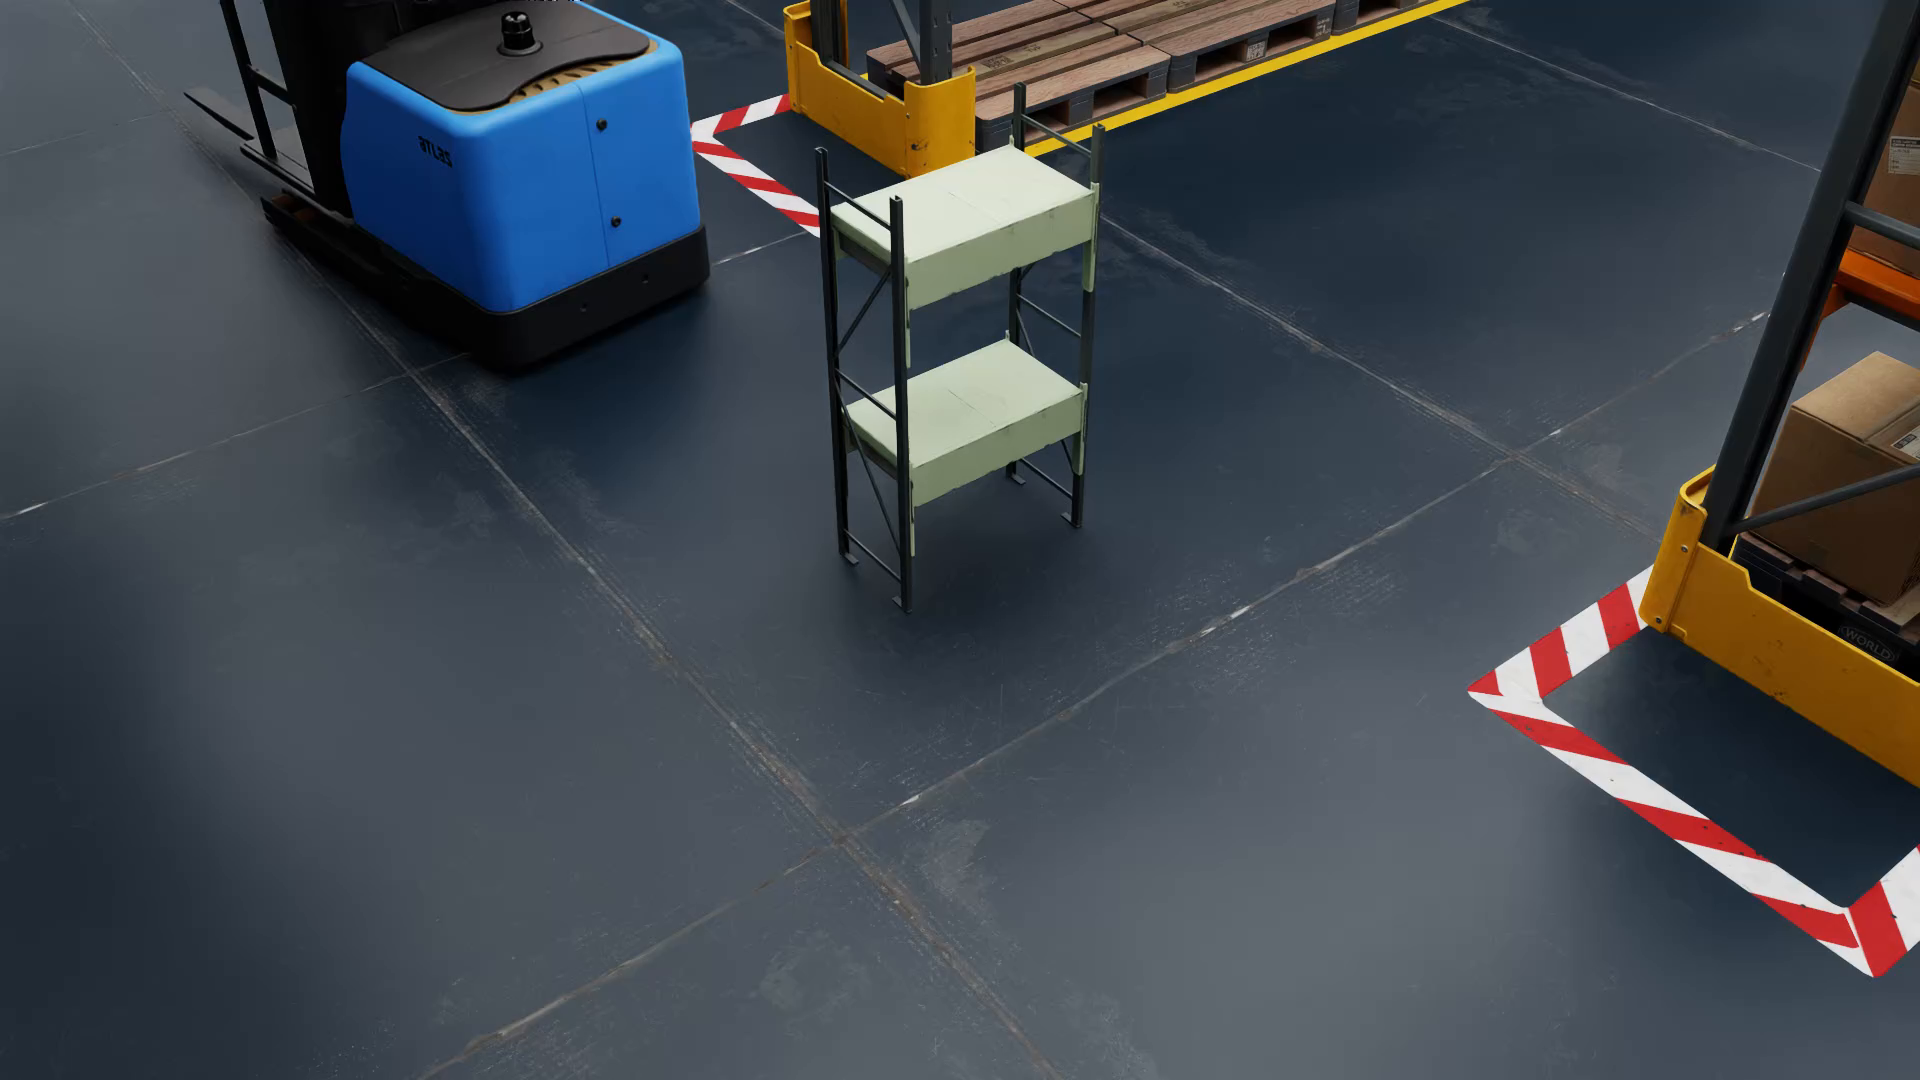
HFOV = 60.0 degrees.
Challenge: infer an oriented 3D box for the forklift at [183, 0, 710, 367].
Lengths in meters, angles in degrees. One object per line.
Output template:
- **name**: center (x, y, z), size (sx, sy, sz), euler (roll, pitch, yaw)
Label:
- **forklift**: center (-2.456, -2.630, 6.644), size (3.031, 2.935, 1.130), euler (32, 49, 33)

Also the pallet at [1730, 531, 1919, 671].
- **pallet**: center (3.323, 0.078, 5.489), size (1.213, 0.211, 1.003), euler (-26, 46, -28)

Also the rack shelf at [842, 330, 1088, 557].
- **rack shelf**: center (0.005, -0.330, 5.484), size (0.720, 0.370, 0.431), euler (-26, 46, -28)

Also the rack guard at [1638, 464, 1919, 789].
- **rack guard**: center (2.691, 0.275, 5.021), size (0.348, 0.500, 1.175), euler (-26, 46, -28)

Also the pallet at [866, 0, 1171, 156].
- **pallet**: center (0.293, -2.376, 8.480), size (1.213, 0.211, 1.003), euler (-26, 46, -28)

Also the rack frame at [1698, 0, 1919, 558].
- **rack frame**: center (2.631, -0.662, 4.192), size (0.127, 3.000, 1.000), euler (-26, 46, -28)

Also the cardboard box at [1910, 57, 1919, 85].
- **cardboard box**: center (2.816, -1.398, 4.222), size (0.500, 0.500, 0.500), euler (-26, 46, -28)

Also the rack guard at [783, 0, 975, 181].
- **rack guard**: center (-0.396, -2.172, 8.004), size (0.348, 0.500, 1.175), euler (-26, 46, -28)

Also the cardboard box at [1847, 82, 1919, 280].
- **cardboard box**: center (2.820, -1.011, 4.538), size (0.500, 0.500, 0.500), euler (-25, 45, -27)

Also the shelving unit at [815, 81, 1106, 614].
- **shelving unit**: center (0.005, -0.582, 5.277), size (0.755, 1.500, 0.431), euler (-26, 46, -28)

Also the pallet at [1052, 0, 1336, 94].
- **pallet**: center (1.260, -2.845, 9.051), size (1.213, 0.211, 1.003), euler (-26, 46, -28)

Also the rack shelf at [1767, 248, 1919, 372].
- **rack shelf**: center (4.217, -1.157, 5.363), size (4.000, 0.370, 1.077), euler (-26, 46, -28)

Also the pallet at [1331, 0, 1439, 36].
- **pallet**: center (2.228, -3.319, 9.629), size (1.213, 0.211, 1.003), euler (-26, 46, -28)

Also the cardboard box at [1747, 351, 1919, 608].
- **cardboard box**: center (2.912, -0.200, 5.253), size (0.500, 0.500, 0.500), euler (-26, 46, -28)

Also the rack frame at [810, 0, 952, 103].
- **rack frame**: center (-0.385, -3.155, 7.231), size (0.127, 3.000, 1.000), euler (-26, 46, -28)

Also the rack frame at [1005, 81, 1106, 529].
- **rack frame**: center (0.296, -0.724, 5.450), size (0.023, 1.500, 0.400), euler (-26, 46, -28)

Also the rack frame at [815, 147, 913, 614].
- **rack frame**: center (-0.285, -0.441, 5.105), size (0.023, 1.500, 0.400), euler (-26, 46, -28)

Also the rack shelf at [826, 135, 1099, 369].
- **rack shelf**: center (0.005, -0.884, 5.030), size (0.720, 0.370, 0.431), euler (-26, 46, -28)
